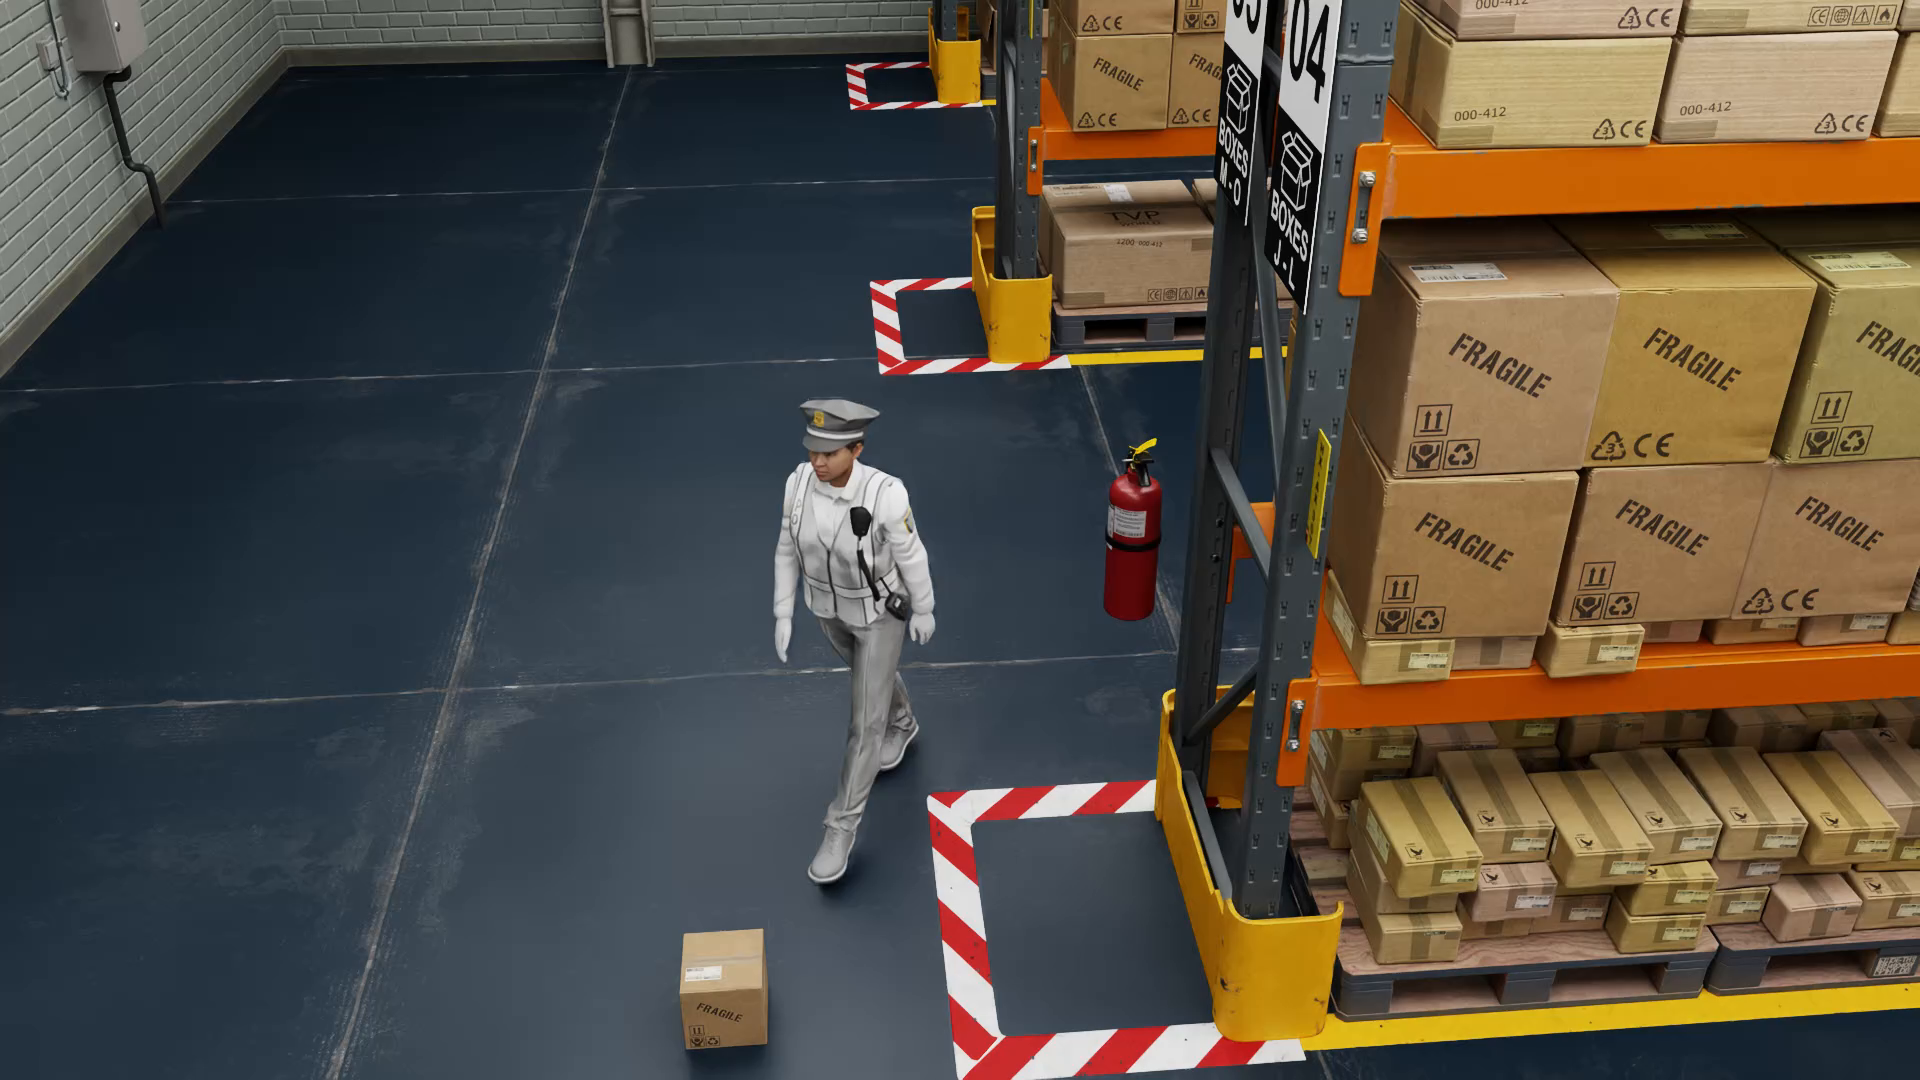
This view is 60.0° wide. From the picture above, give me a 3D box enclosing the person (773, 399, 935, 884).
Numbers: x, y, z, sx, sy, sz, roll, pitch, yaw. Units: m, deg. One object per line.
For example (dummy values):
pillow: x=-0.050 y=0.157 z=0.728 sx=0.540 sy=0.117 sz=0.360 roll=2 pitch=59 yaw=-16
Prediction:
person: x=-0.406 y=0.258 z=5.670 sx=0.513 sy=1.629 sz=0.945 roll=16 pitch=35 yaw=24
